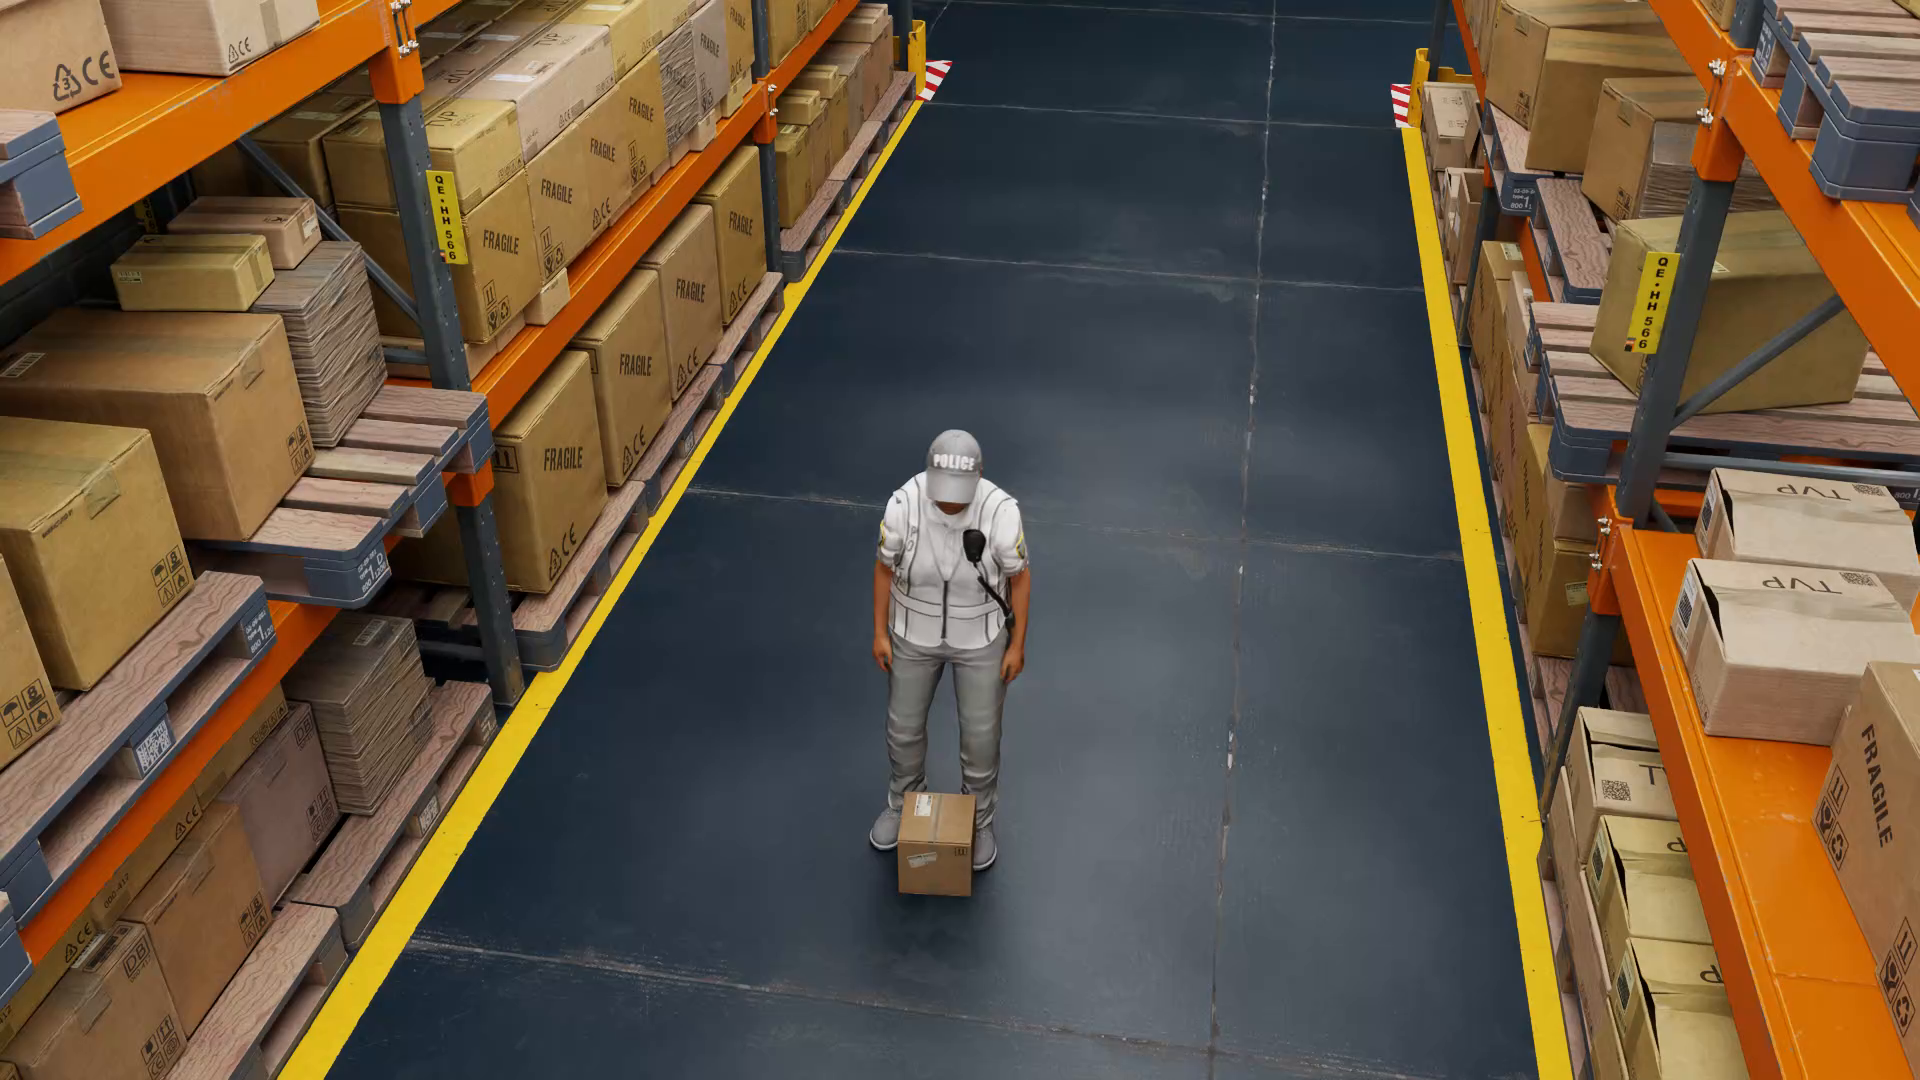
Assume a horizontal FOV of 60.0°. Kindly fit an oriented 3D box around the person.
[{"bbox_3d":[-0.043,0.343,5.595,0.543,1.665,0.466,4,33,6],"label":"person"}]
